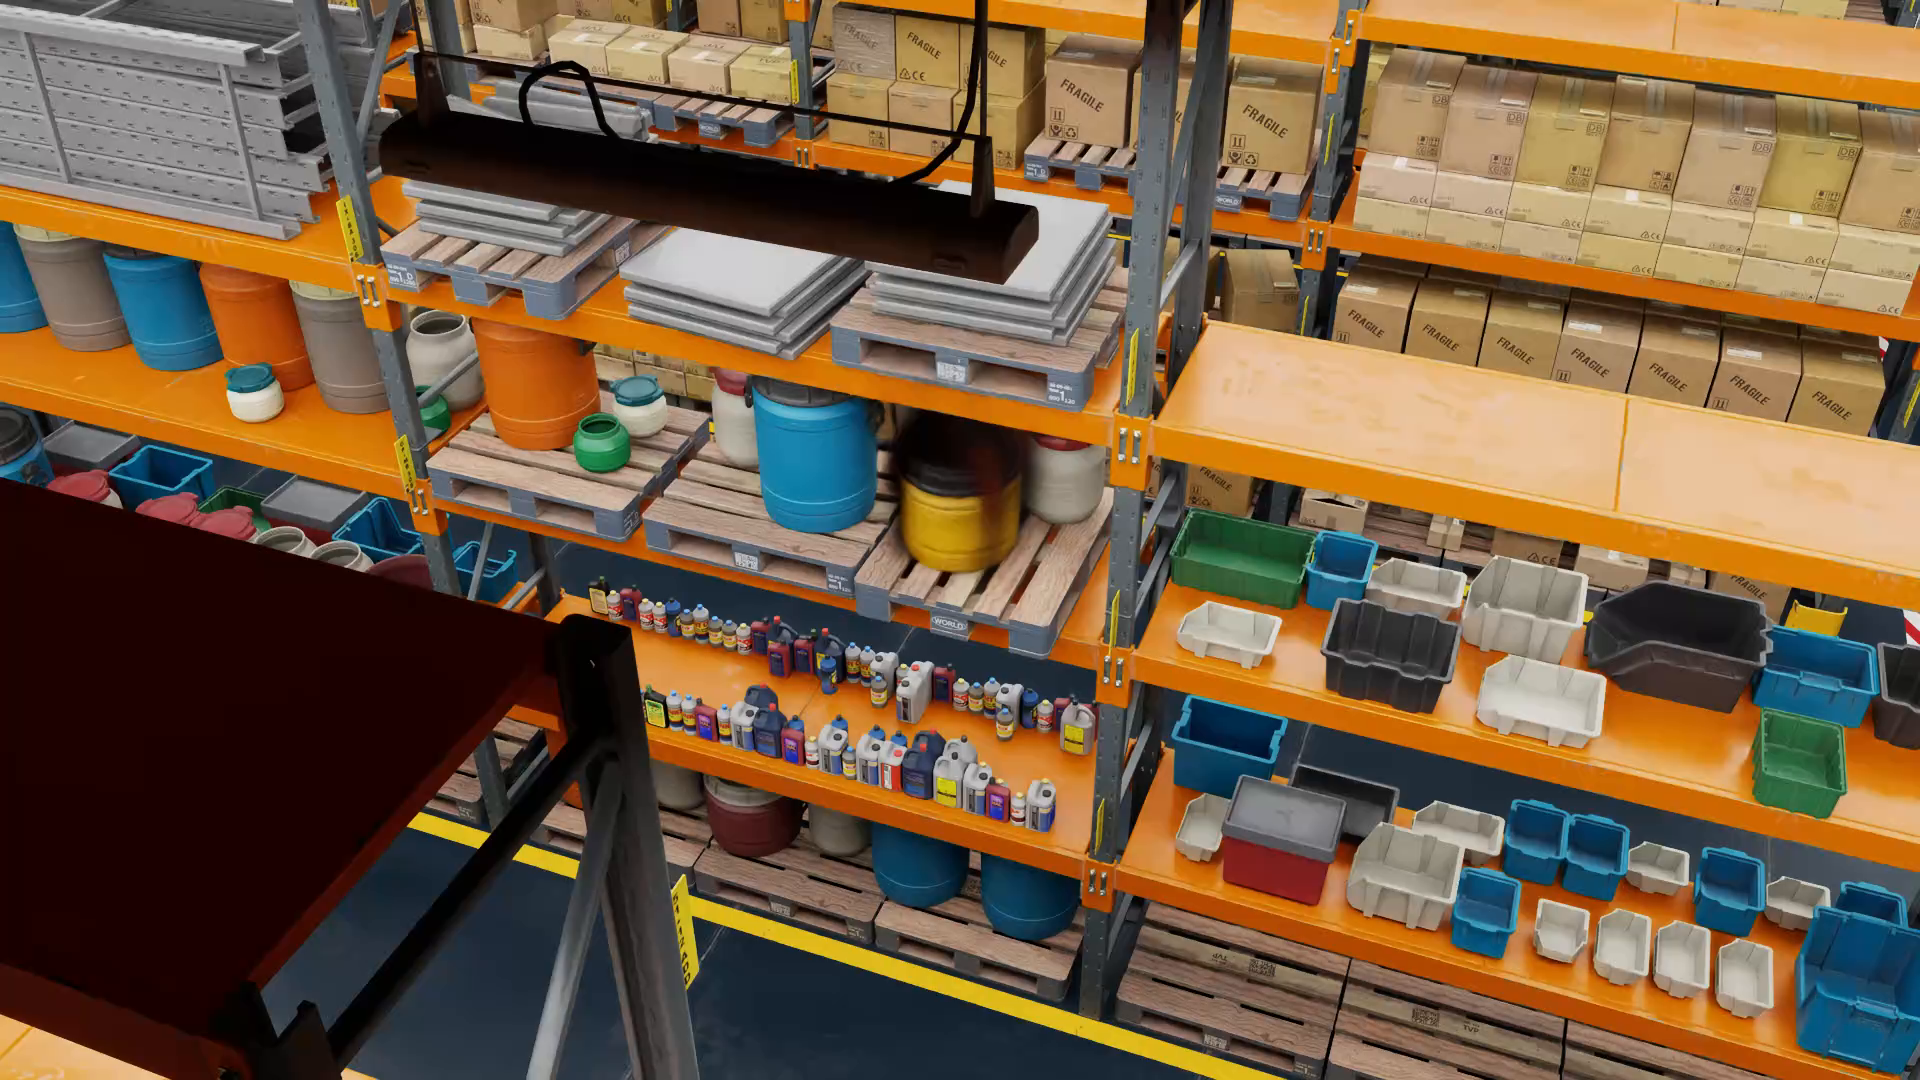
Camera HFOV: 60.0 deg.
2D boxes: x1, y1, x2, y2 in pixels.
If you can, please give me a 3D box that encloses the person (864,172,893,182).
[{"bbox_3d":[-0.853,-3.309,16.506,0.449,1.599,0.420,-20,41,-25],"label":"person"}]
